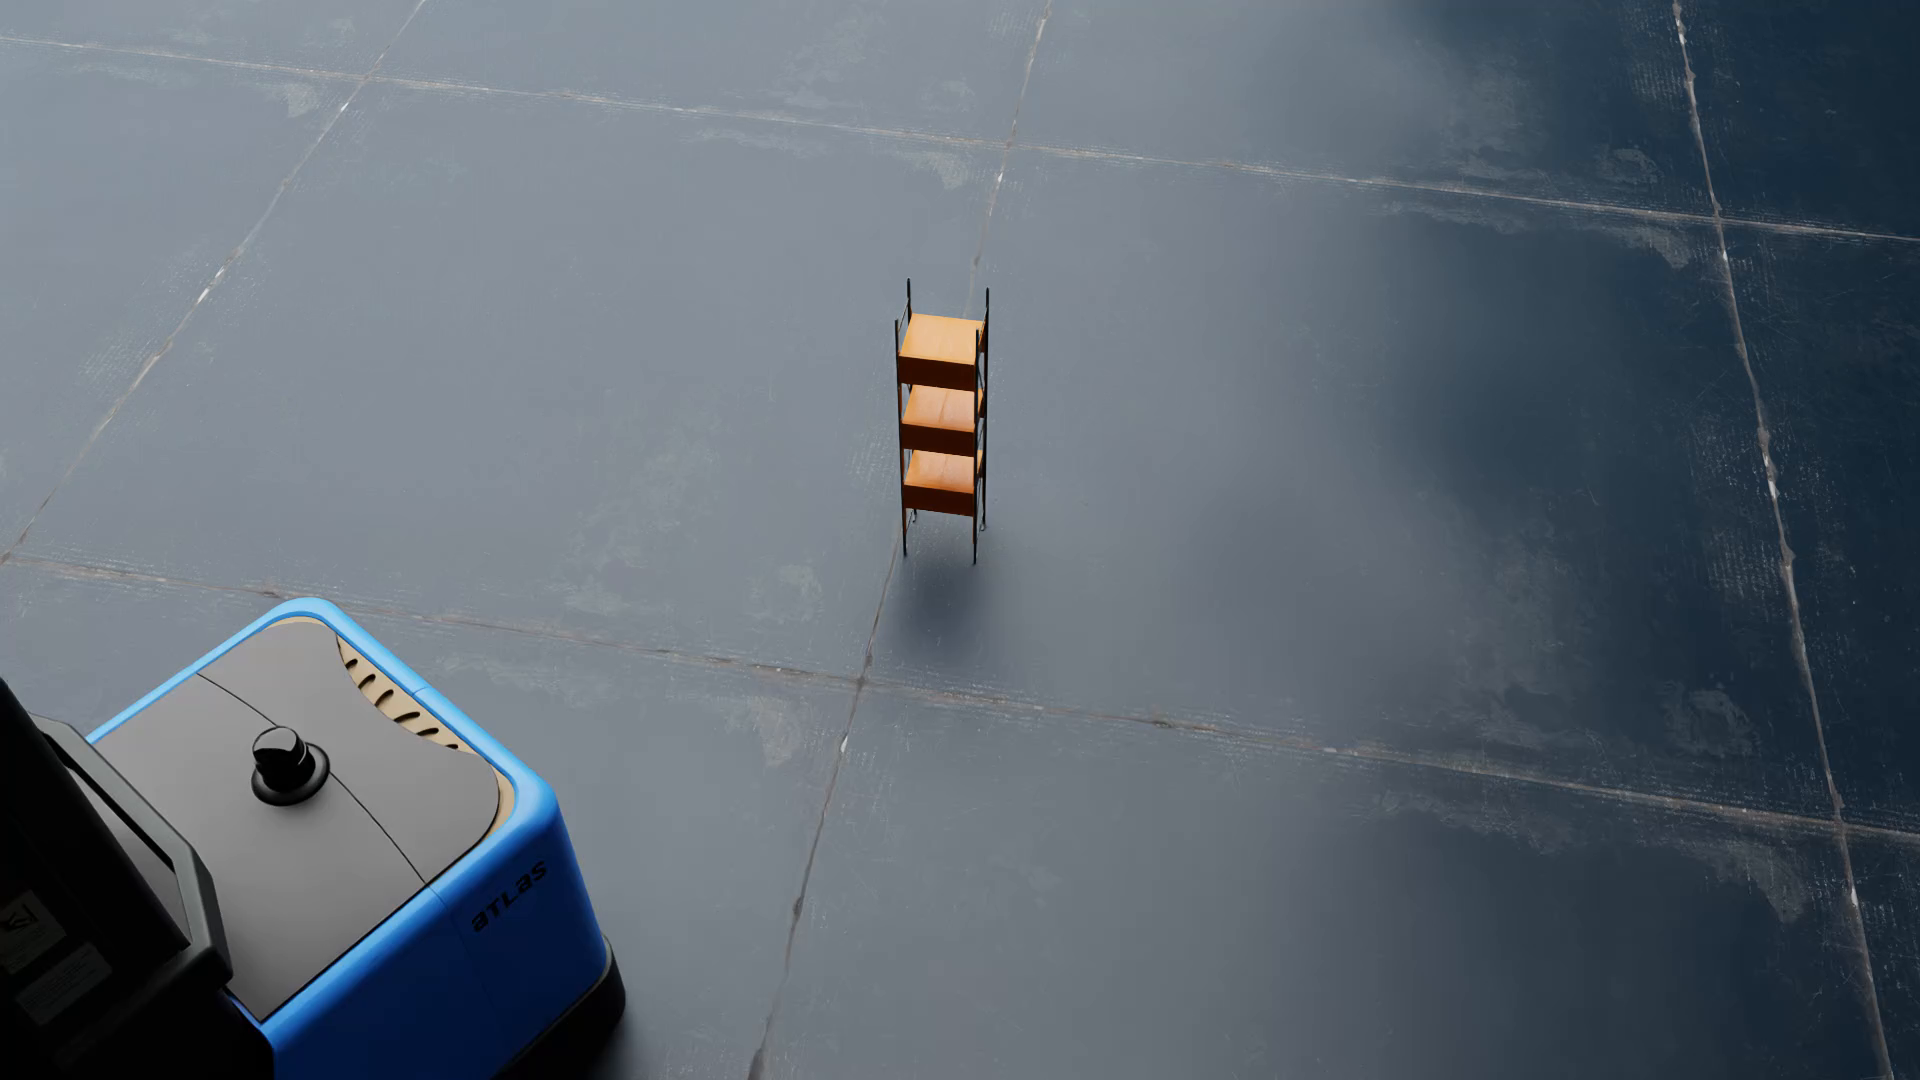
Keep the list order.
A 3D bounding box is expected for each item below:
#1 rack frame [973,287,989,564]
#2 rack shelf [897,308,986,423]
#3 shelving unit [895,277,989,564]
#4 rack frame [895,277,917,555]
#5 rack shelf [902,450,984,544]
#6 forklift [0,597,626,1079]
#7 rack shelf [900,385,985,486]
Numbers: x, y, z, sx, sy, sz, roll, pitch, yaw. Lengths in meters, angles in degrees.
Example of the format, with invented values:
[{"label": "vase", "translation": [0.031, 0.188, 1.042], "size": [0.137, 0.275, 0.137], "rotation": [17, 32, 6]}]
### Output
[{"label": "rack frame", "translation": [0.067, -0.342, 5.351], "size": [0.008, 1.050, 0.200], "rotation": [8, 49, 7]}, {"label": "rack shelf", "translation": [-0.053, -0.541, 5.163], "size": [0.240, 0.259, 0.215], "rotation": [8, 49, 7]}, {"label": "shelving unit", "translation": [-0.053, -0.358, 5.366], "size": [0.252, 1.050, 0.215], "rotation": [8, 49, 7]}, {"label": "rack frame", "translation": [-0.173, -0.374, 5.380], "size": [0.008, 1.050, 0.200], "rotation": [8, 49, 7]}, {"label": "rack shelf", "translation": [-0.053, -0.165, 5.580], "size": [0.240, 0.259, 0.215], "rotation": [8, 49, 7]}, {"label": "forklift", "translation": [-2.247, 0.924, 2.949], "size": [1.130, 2.935, 3.031], "rotation": [32, 56, 26]}, {"label": "rack shelf", "translation": [-0.053, -0.351, 5.374], "size": [0.240, 0.259, 0.215], "rotation": [8, 49, 7]}]
